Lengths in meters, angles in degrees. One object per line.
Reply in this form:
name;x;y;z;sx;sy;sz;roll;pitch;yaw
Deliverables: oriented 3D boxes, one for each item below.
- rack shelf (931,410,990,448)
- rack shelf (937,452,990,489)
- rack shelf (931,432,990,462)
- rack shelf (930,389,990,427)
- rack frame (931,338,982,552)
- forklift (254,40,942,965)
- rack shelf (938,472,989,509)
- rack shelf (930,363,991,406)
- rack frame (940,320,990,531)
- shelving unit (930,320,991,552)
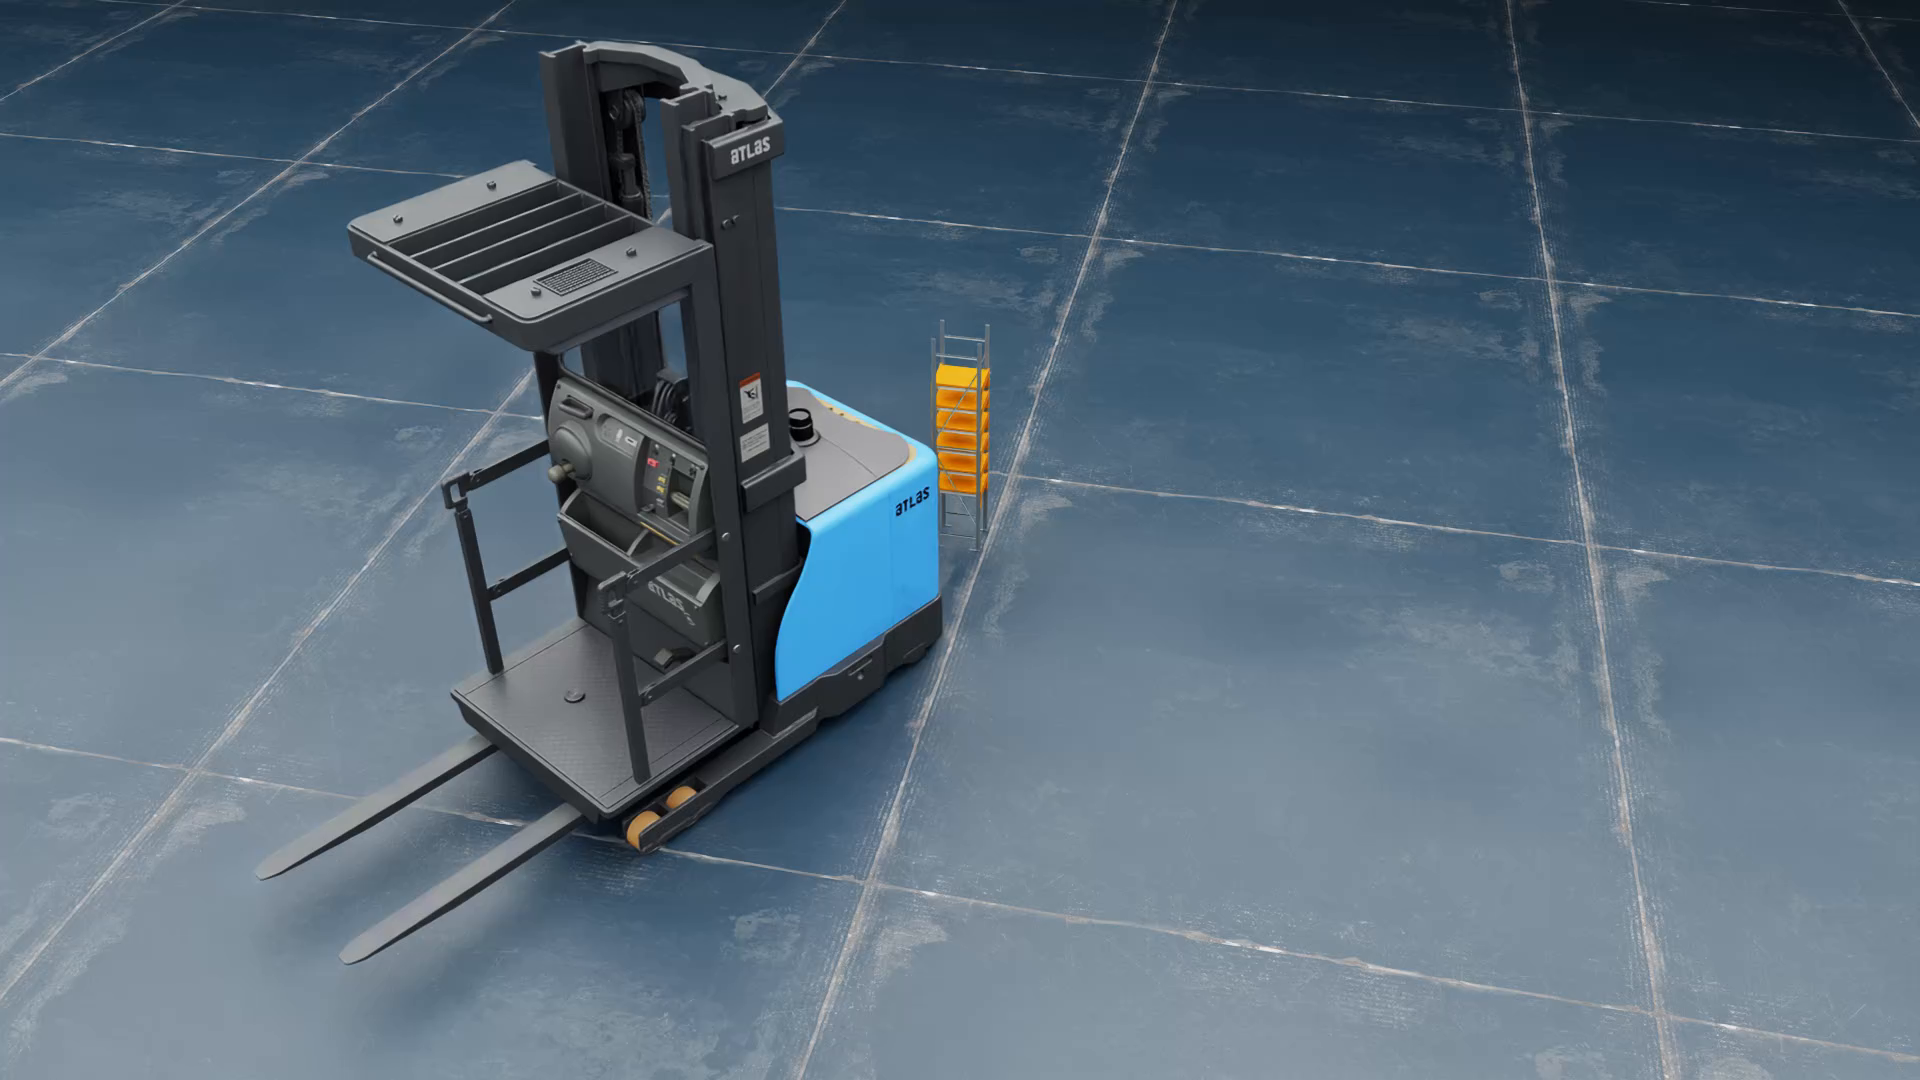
rack shelf;0.003;-0.555;8.135;0.258;0.103;0.180;7;37;10
rack shelf;0.003;-0.361;8.276;0.258;0.103;0.180;7;37;10
rack shelf;0.003;-0.458;8.206;0.258;0.103;0.180;7;37;10
rack shelf;0.003;-0.652;8.065;0.258;0.103;0.180;7;37;10
rack frame;-0.016;-0.442;8.107;0.240;1.200;0.006;7;37;10
forklift;-1.447;-0.256;6.375;1.130;2.935;3.031;28;44;33
rack shelf;0.003;-0.264;8.346;0.258;0.103;0.180;7;37;10
rack shelf;0.003;-0.750;7.994;0.258;0.103;0.180;7;37;10
rack frame;0.023;-0.547;8.252;0.240;1.200;0.006;7;37;10
shelving unit;0.003;-0.494;8.179;0.258;1.200;0.189;7;37;10
